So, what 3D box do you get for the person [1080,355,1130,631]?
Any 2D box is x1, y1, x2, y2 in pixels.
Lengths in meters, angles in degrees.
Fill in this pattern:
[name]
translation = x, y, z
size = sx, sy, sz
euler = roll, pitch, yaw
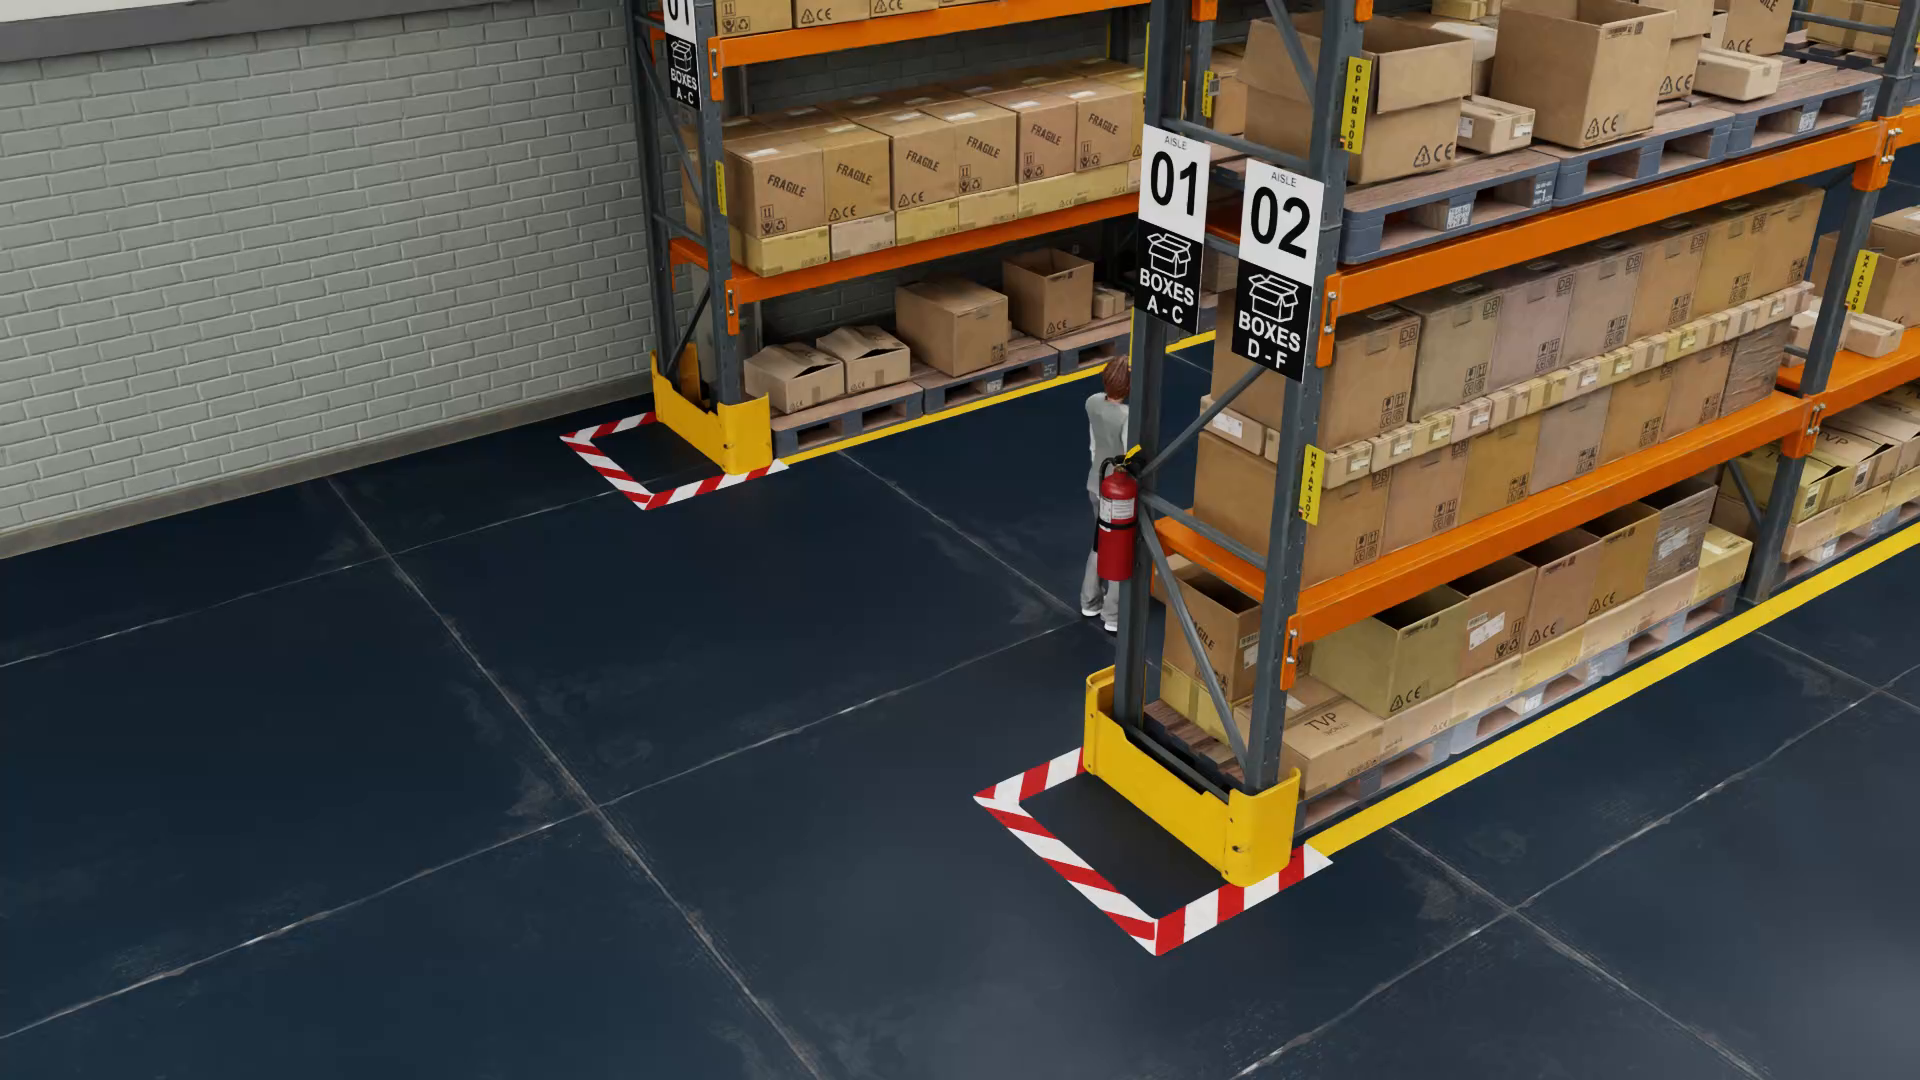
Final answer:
[person]
translation = 0.848, -0.259, 9.117
size = 0.299, 1.589, 0.407
euler = -18, 34, -29
